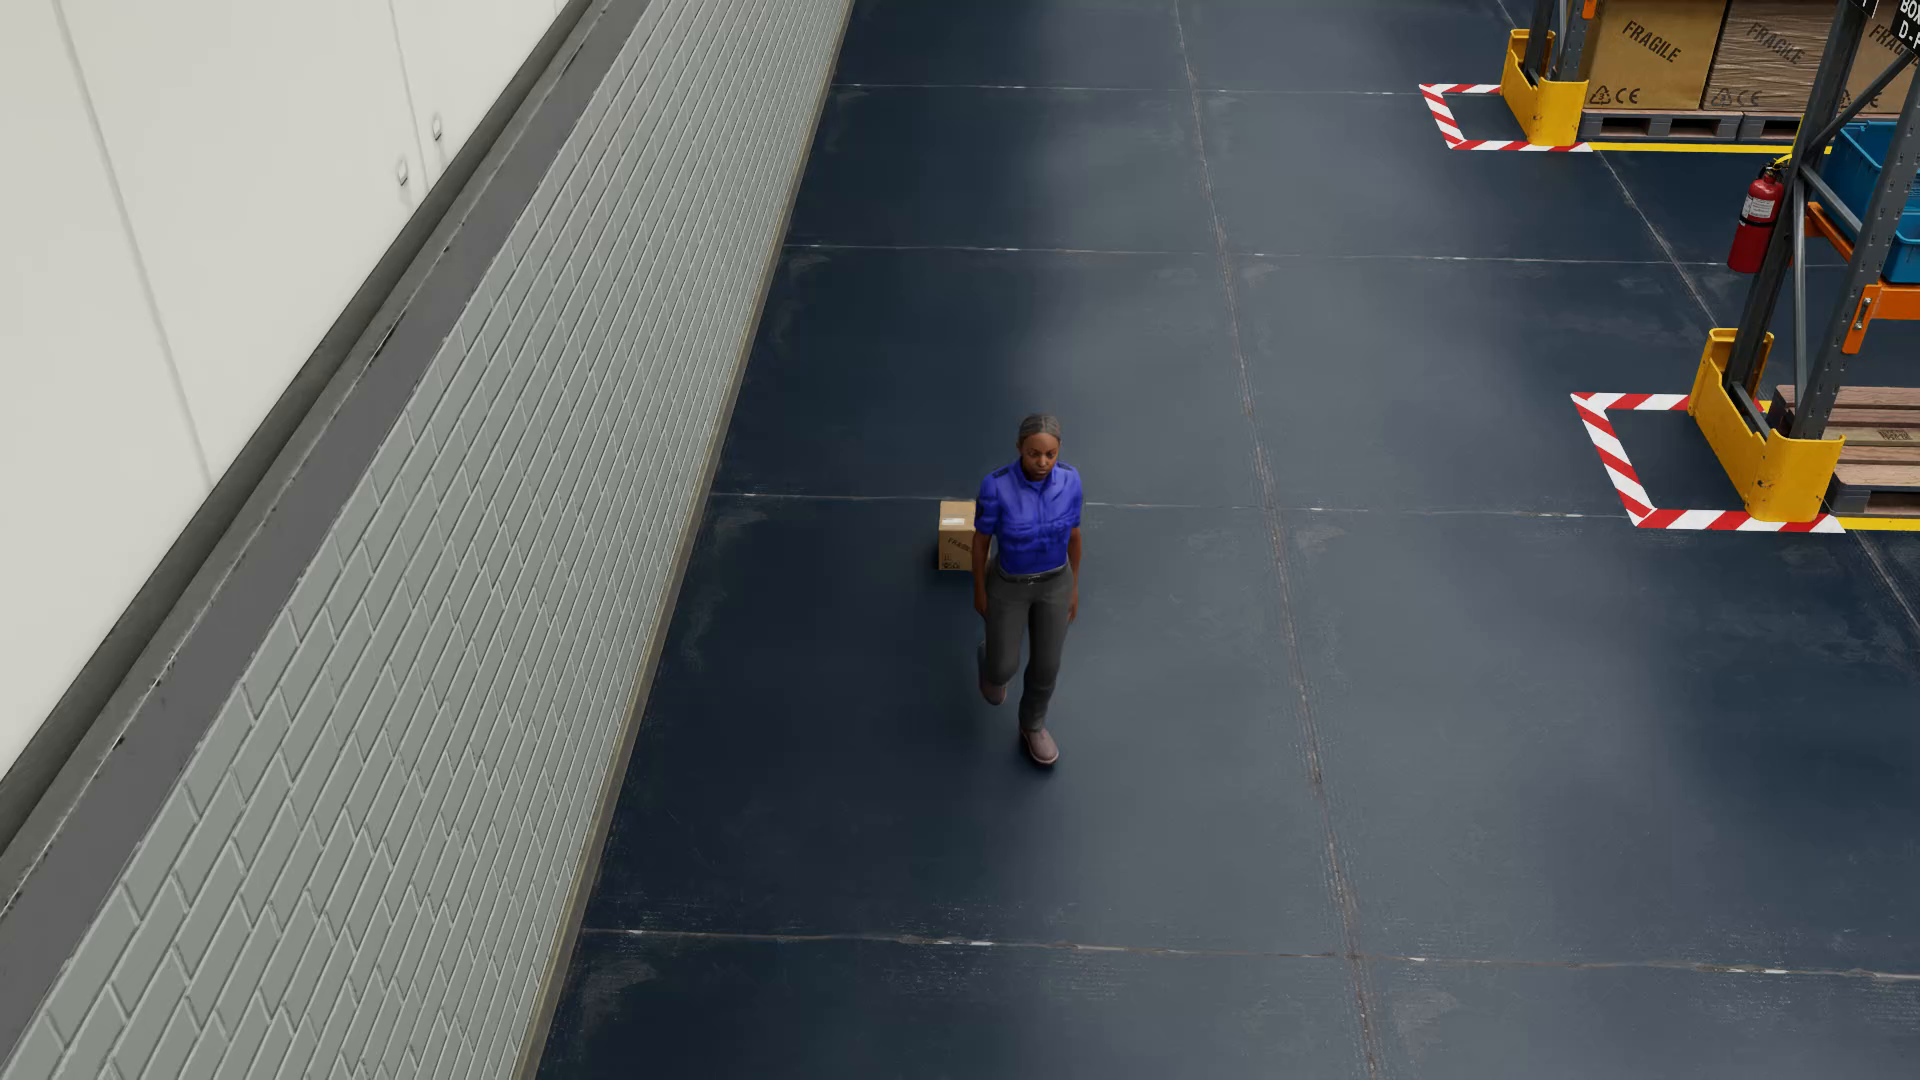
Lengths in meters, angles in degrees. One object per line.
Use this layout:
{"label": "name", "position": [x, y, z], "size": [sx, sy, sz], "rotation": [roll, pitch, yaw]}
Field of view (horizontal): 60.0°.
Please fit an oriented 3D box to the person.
{"label": "person", "position": [0.260, 0.156, 6.867], "size": [0.453, 1.641, 0.571], "rotation": [-9, 37, -12]}
